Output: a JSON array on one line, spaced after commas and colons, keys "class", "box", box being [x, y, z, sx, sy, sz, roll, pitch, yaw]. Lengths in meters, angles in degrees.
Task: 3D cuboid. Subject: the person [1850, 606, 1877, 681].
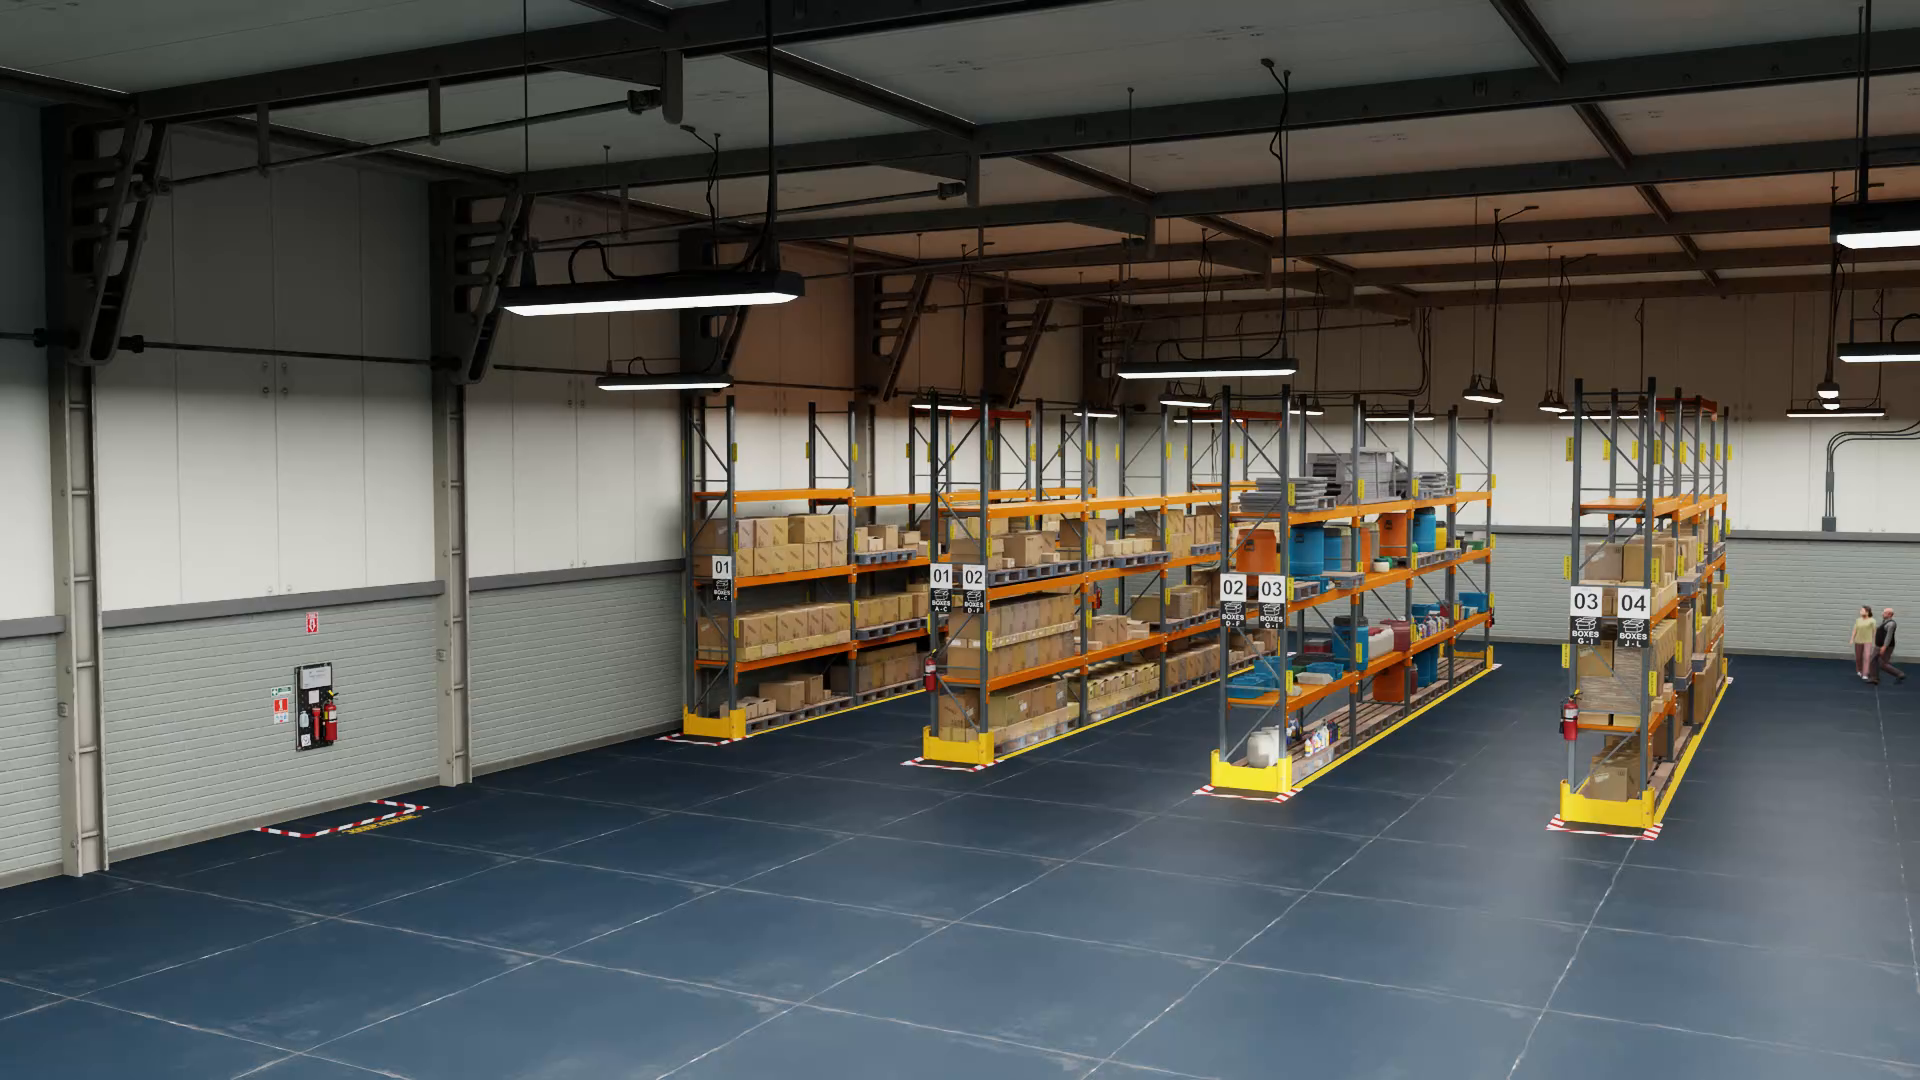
[{"class": "person", "box": [19.933, 2.261, 36.632, 0.587, 1.626, 1.014, 2, 4, 32]}]

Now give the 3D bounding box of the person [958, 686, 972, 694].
[{"class": "person", "box": [0.237, 2.513, 30.960, 0.737, 1.721, 0.571, 0, 3, -6]}]

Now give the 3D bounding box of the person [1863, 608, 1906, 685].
[{"class": "person", "box": [19.779, 2.287, 35.523, 0.719, 1.688, 0.564, 0, 3, 6]}]
